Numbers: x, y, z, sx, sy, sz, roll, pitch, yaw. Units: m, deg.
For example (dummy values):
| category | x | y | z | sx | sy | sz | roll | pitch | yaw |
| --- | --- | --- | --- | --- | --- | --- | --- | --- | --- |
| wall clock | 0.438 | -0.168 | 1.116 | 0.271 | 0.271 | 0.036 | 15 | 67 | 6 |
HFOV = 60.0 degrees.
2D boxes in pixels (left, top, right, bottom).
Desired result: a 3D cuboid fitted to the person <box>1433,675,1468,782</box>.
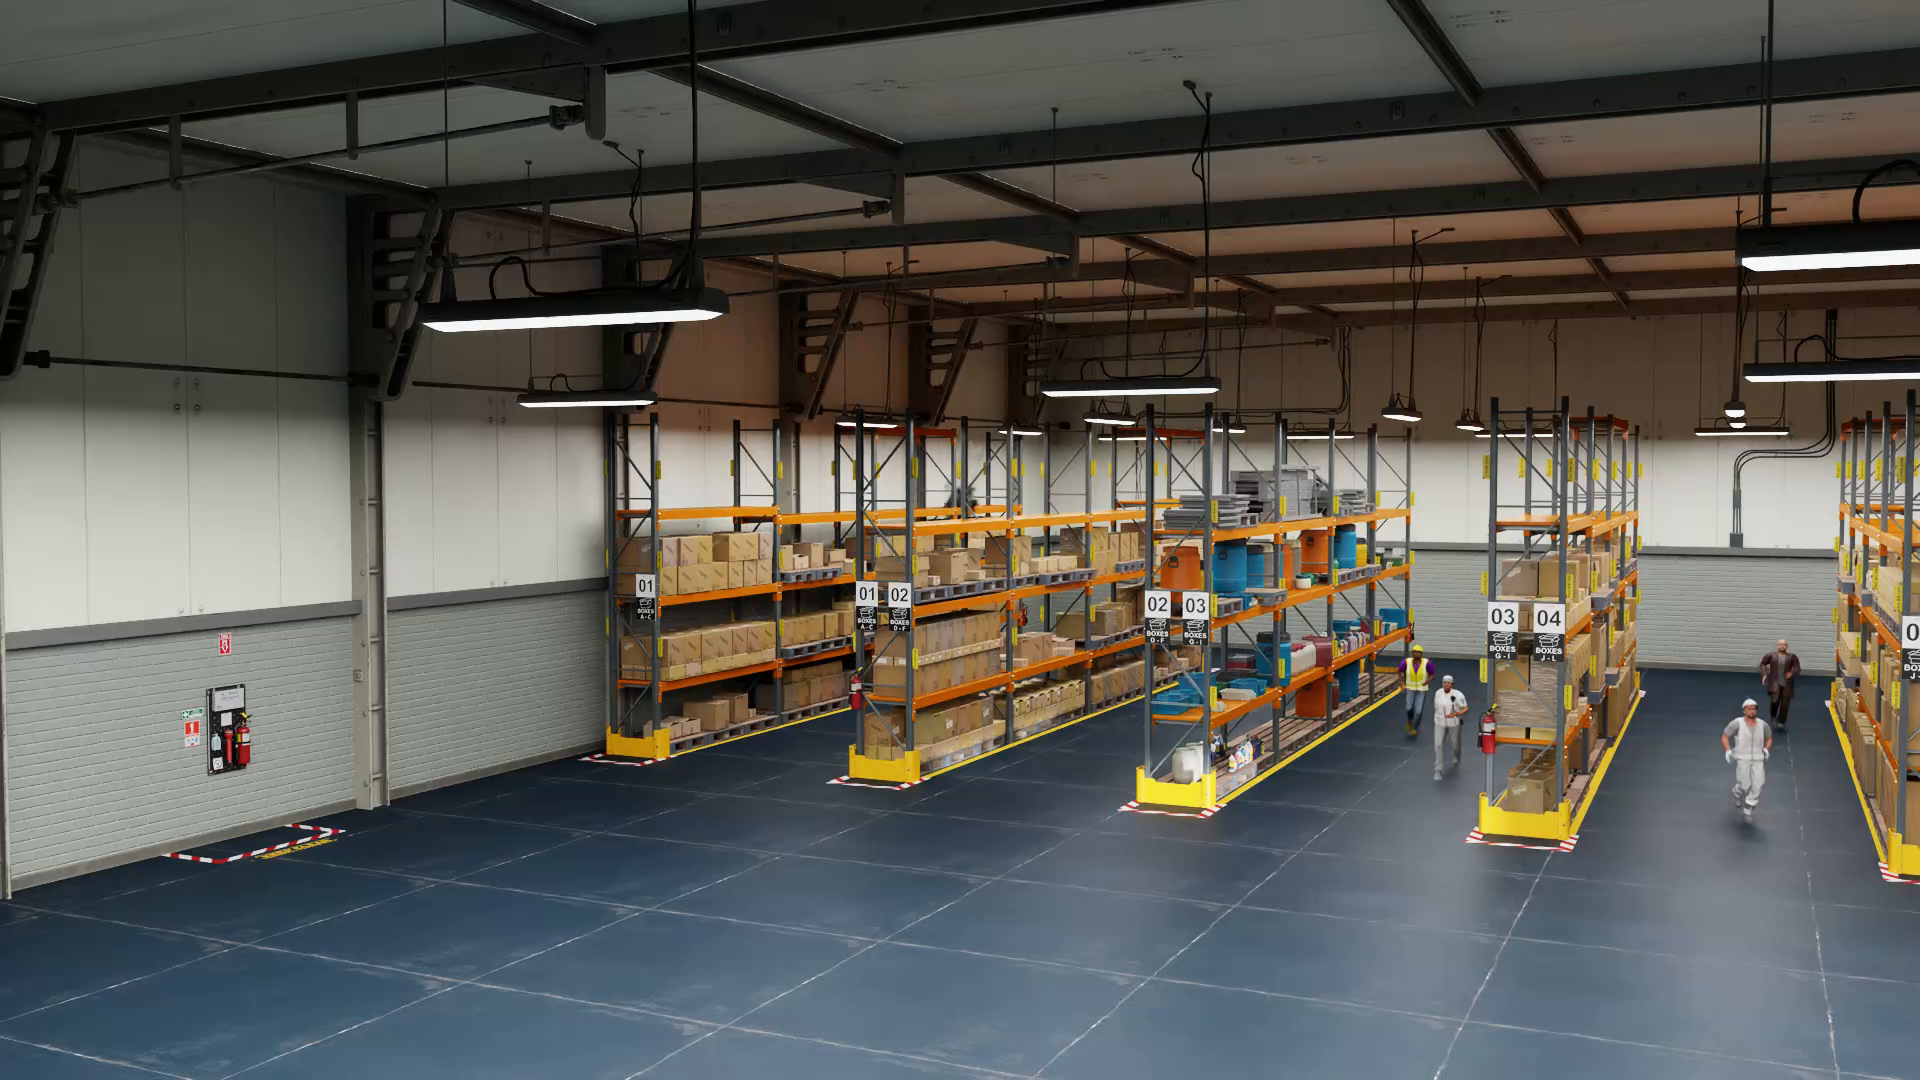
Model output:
| category | x | y | z | sx | sy | sz | roll | pitch | yaw |
| --- | --- | --- | --- | --- | --- | --- | --- | --- | --- |
| person | 7.998 | 3.050 | 27.142 | 0.574 | 1.674 | 1.088 | 1 | 3 | 25 |

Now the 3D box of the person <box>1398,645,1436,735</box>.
| category | x | y | z | sx | sy | sz | roll | pitch | yaw |
| --- | --- | --- | --- | --- | --- | --- | --- | --- | --- |
| person | 8.562 | 2.823 | 31.208 | 0.701 | 1.718 | 0.595 | 1 | 3 | 17 |

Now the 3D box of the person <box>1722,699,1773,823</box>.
| category | x | y | z | sx | sy | sz | roll | pitch | yaw |
| --- | --- | --- | --- | --- | --- | --- | --- | --- | --- |
| person | 11.271 | 3.144 | 23.763 | 0.671 | 1.748 | 0.596 | 0 | 2 | 9 |

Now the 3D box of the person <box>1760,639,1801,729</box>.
| category | x | y | z | sx | sy | sz | roll | pitch | yaw |
| --- | --- | --- | --- | --- | --- | --- | --- | --- | --- |
| person | 15.784 | 2.773 | 31.977 | 0.704 | 1.725 | 0.645 | 1 | 3 | 22 |
